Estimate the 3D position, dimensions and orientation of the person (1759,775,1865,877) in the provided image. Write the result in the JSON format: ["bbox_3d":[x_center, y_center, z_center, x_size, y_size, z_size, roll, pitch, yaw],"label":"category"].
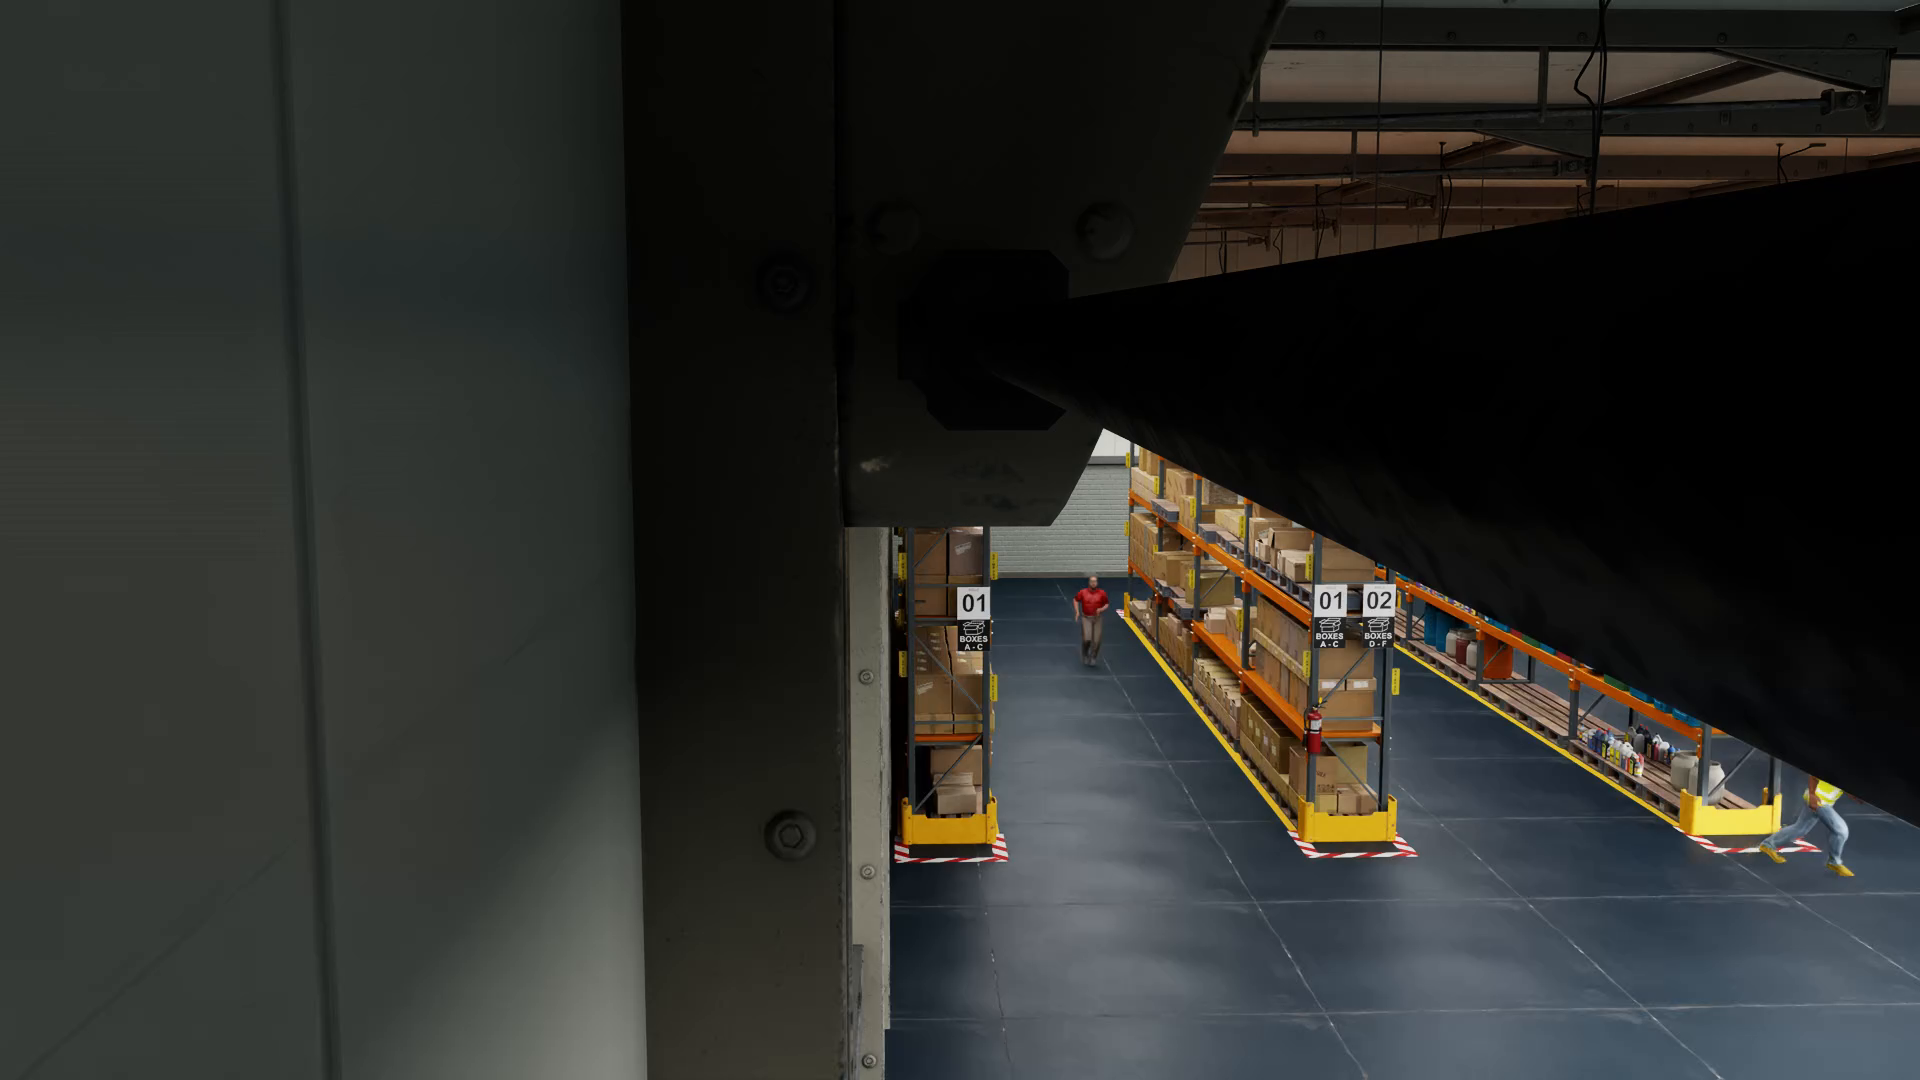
[{"bbox_3d":[9.985,3.079,19.373,1.148,1.572,0.716,6,9,38],"label":"person"}]

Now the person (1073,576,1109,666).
[{"bbox_3d":[2.465,1.519,30.986,0.646,1.699,0.653,0,7,-3],"label":"person"}]
